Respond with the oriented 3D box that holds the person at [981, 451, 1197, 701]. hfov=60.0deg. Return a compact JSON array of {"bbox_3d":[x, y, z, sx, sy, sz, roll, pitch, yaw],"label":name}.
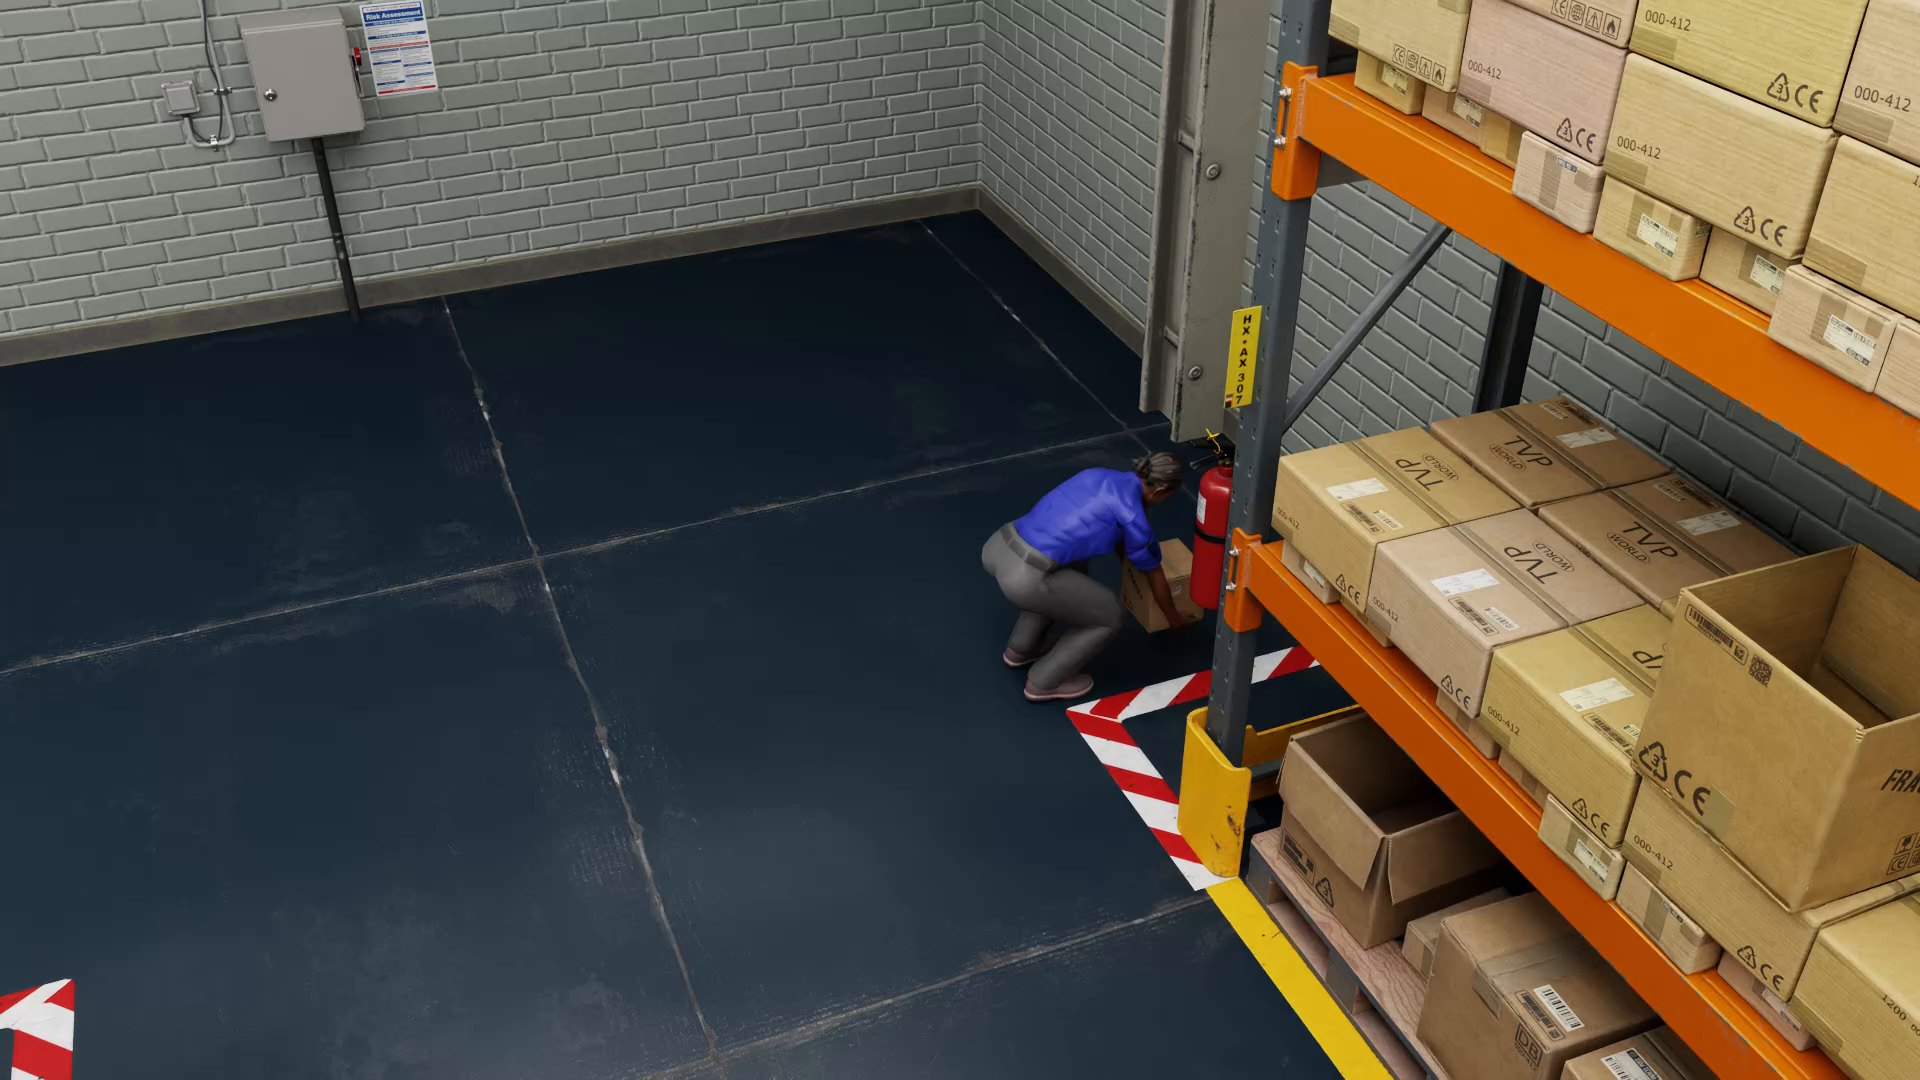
[{"bbox_3d":[0.502,0.129,6.608,0.863,0.938,0.470,-13,36,-19],"label":"person"}]
